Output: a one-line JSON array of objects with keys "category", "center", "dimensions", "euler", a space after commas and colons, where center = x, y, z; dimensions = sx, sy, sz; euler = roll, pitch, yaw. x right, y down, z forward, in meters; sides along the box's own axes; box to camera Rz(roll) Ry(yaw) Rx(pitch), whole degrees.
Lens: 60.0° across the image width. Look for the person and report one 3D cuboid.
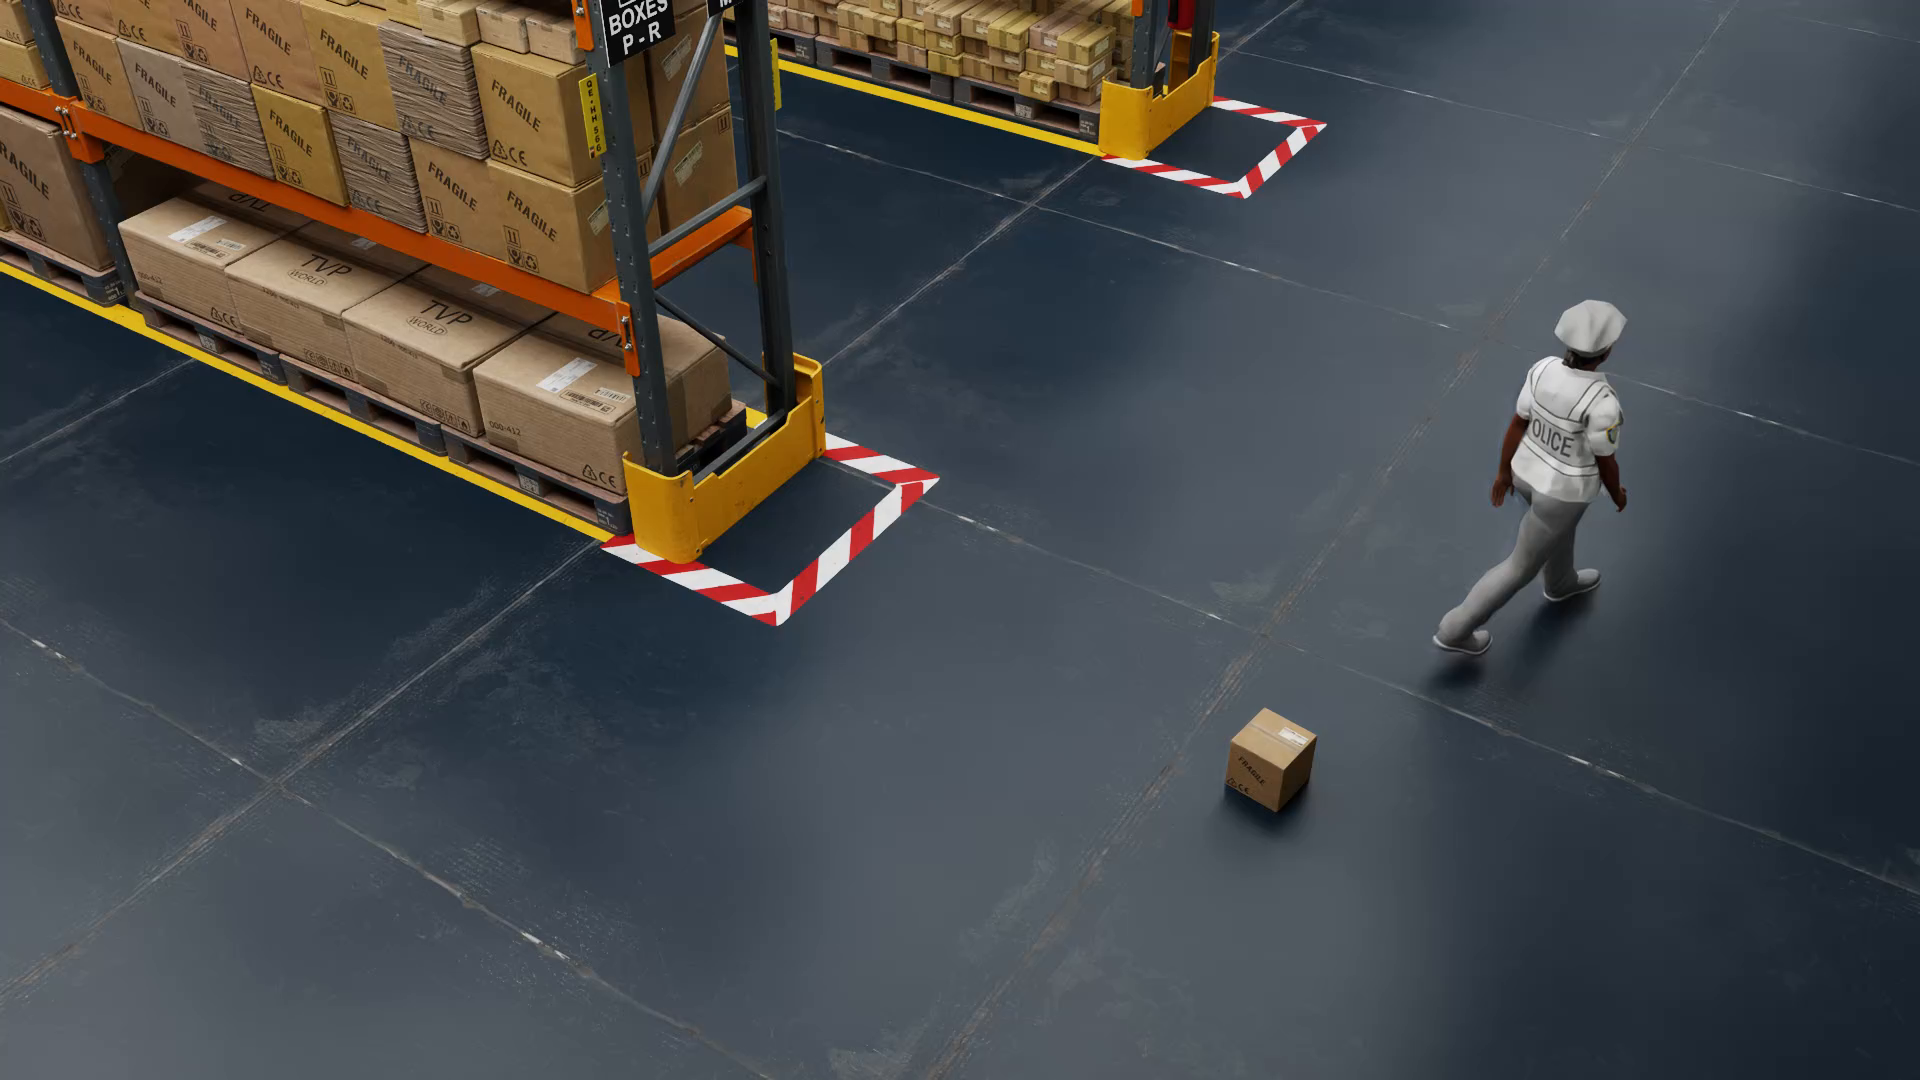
[{"category": "person", "center": [2.512, -0.259, 6.974], "dimensions": [1.025, 1.635, 0.447], "euler": [-15, 41, -17]}]
